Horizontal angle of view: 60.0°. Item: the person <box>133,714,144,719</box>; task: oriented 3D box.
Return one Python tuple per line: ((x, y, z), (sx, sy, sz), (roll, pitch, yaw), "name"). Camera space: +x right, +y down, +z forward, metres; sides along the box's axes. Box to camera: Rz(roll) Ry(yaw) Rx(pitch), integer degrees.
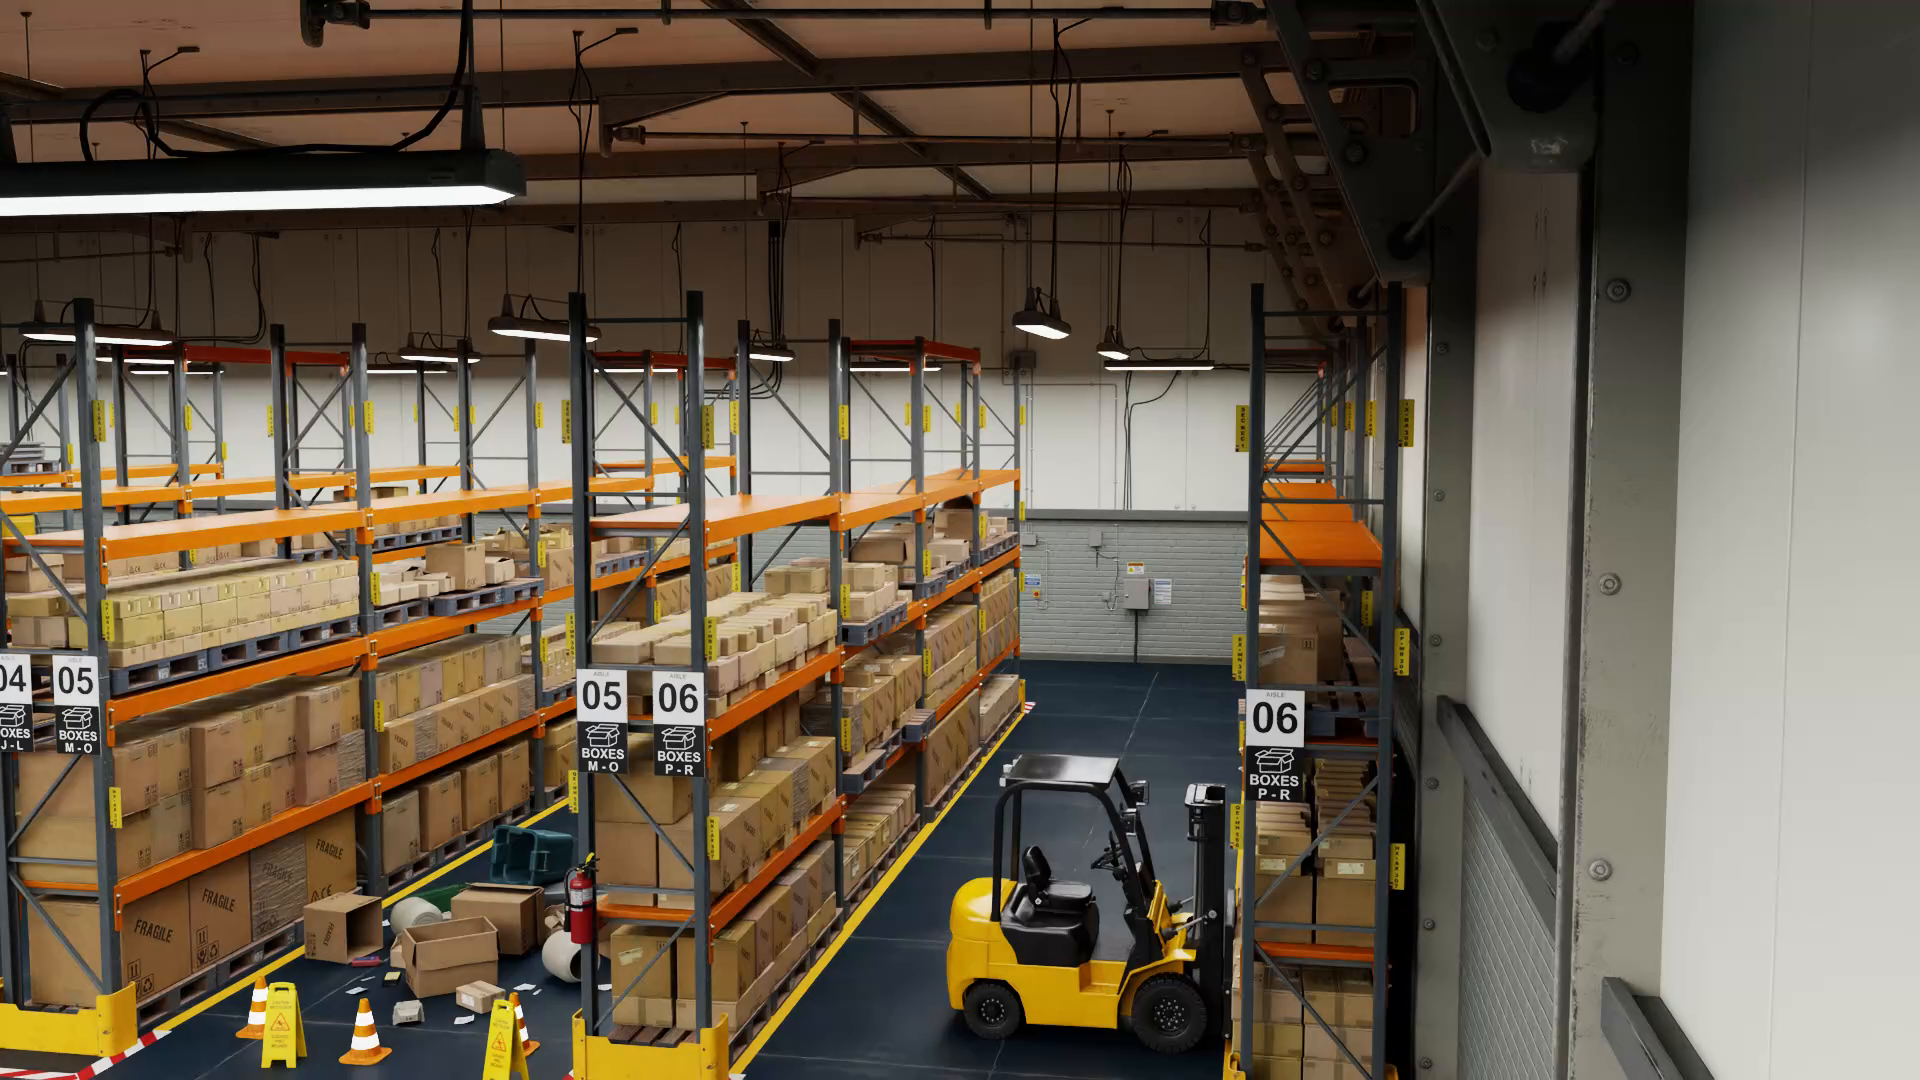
((-9.627, 2.776, 19.697), (0.374, 1.651, 0.548), (2, 5, 23), "person")
